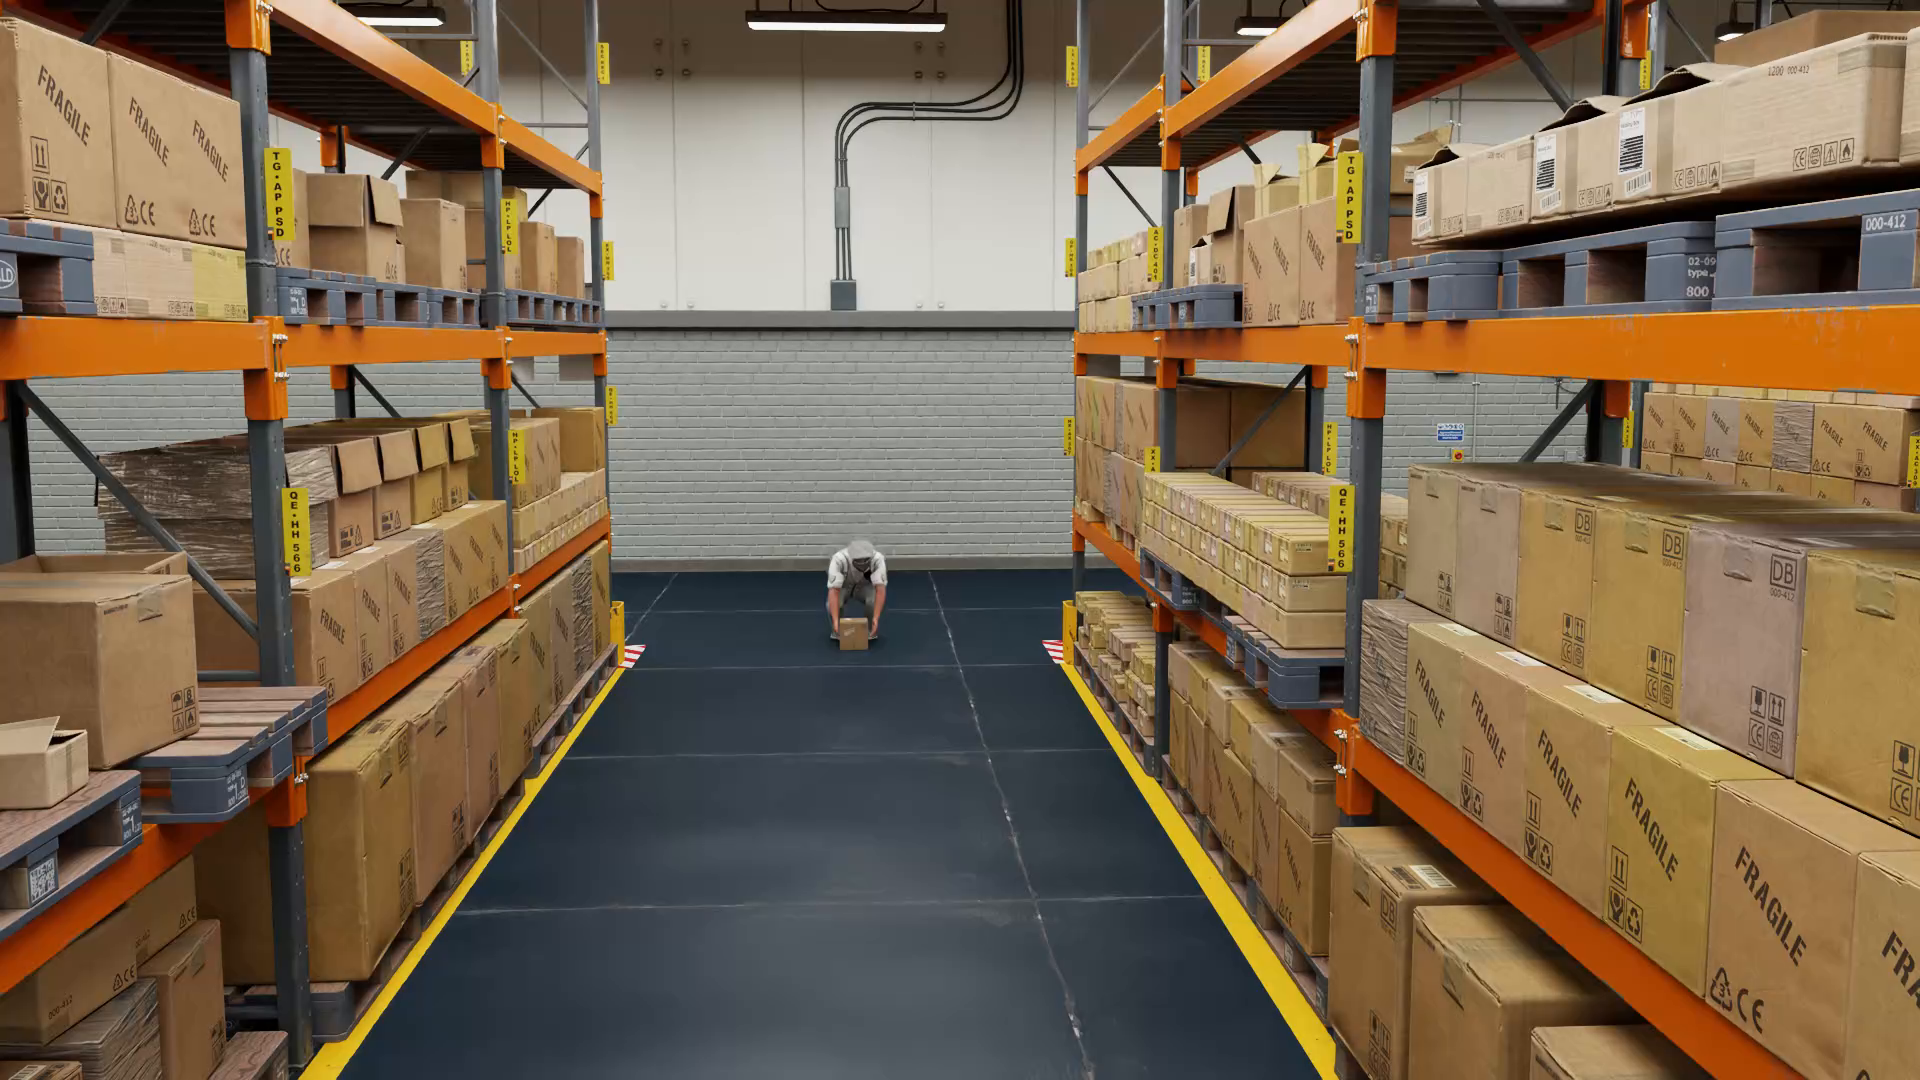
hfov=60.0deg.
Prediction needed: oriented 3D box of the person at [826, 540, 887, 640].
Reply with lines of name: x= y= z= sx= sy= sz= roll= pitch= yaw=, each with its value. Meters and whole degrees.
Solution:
person: x=-0.953 y=0.449 z=15.268 sx=0.563 sy=0.973 sz=0.951 roll=0 pitch=7 yaw=-4
